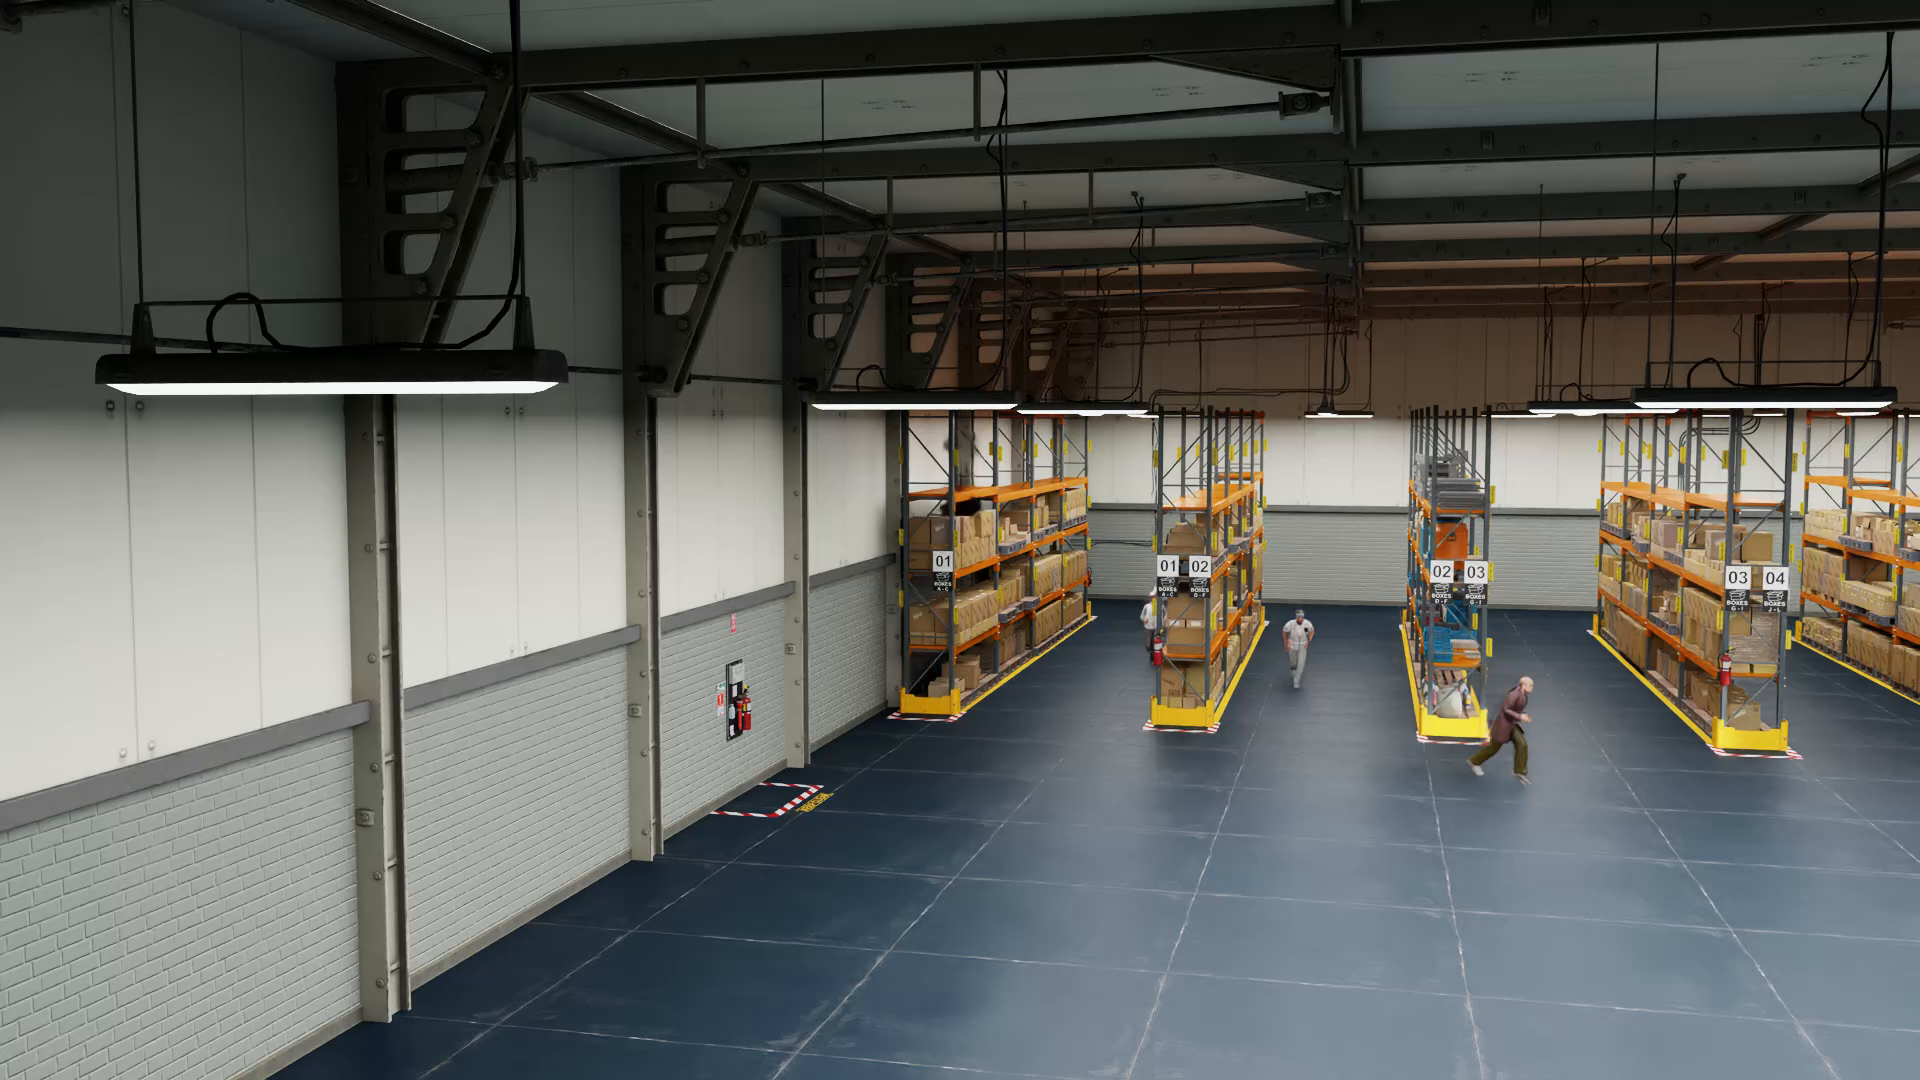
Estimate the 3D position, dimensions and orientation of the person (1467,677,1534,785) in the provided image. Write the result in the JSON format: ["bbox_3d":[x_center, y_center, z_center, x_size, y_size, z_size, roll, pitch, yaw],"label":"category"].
[{"bbox_3d":[8.594,3.004,26.433,1.063,1.743,0.755,3,5,35],"label":"person"}]

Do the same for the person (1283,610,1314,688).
[{"bbox_3d":[7.293,2.329,35.905,0.663,1.715,0.861,0,4,0],"label":"person"}]

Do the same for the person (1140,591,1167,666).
[{"bbox_3d":[4.559,2.064,38.974,0.669,1.733,0.760,1,4,10],"label":"person"}]
